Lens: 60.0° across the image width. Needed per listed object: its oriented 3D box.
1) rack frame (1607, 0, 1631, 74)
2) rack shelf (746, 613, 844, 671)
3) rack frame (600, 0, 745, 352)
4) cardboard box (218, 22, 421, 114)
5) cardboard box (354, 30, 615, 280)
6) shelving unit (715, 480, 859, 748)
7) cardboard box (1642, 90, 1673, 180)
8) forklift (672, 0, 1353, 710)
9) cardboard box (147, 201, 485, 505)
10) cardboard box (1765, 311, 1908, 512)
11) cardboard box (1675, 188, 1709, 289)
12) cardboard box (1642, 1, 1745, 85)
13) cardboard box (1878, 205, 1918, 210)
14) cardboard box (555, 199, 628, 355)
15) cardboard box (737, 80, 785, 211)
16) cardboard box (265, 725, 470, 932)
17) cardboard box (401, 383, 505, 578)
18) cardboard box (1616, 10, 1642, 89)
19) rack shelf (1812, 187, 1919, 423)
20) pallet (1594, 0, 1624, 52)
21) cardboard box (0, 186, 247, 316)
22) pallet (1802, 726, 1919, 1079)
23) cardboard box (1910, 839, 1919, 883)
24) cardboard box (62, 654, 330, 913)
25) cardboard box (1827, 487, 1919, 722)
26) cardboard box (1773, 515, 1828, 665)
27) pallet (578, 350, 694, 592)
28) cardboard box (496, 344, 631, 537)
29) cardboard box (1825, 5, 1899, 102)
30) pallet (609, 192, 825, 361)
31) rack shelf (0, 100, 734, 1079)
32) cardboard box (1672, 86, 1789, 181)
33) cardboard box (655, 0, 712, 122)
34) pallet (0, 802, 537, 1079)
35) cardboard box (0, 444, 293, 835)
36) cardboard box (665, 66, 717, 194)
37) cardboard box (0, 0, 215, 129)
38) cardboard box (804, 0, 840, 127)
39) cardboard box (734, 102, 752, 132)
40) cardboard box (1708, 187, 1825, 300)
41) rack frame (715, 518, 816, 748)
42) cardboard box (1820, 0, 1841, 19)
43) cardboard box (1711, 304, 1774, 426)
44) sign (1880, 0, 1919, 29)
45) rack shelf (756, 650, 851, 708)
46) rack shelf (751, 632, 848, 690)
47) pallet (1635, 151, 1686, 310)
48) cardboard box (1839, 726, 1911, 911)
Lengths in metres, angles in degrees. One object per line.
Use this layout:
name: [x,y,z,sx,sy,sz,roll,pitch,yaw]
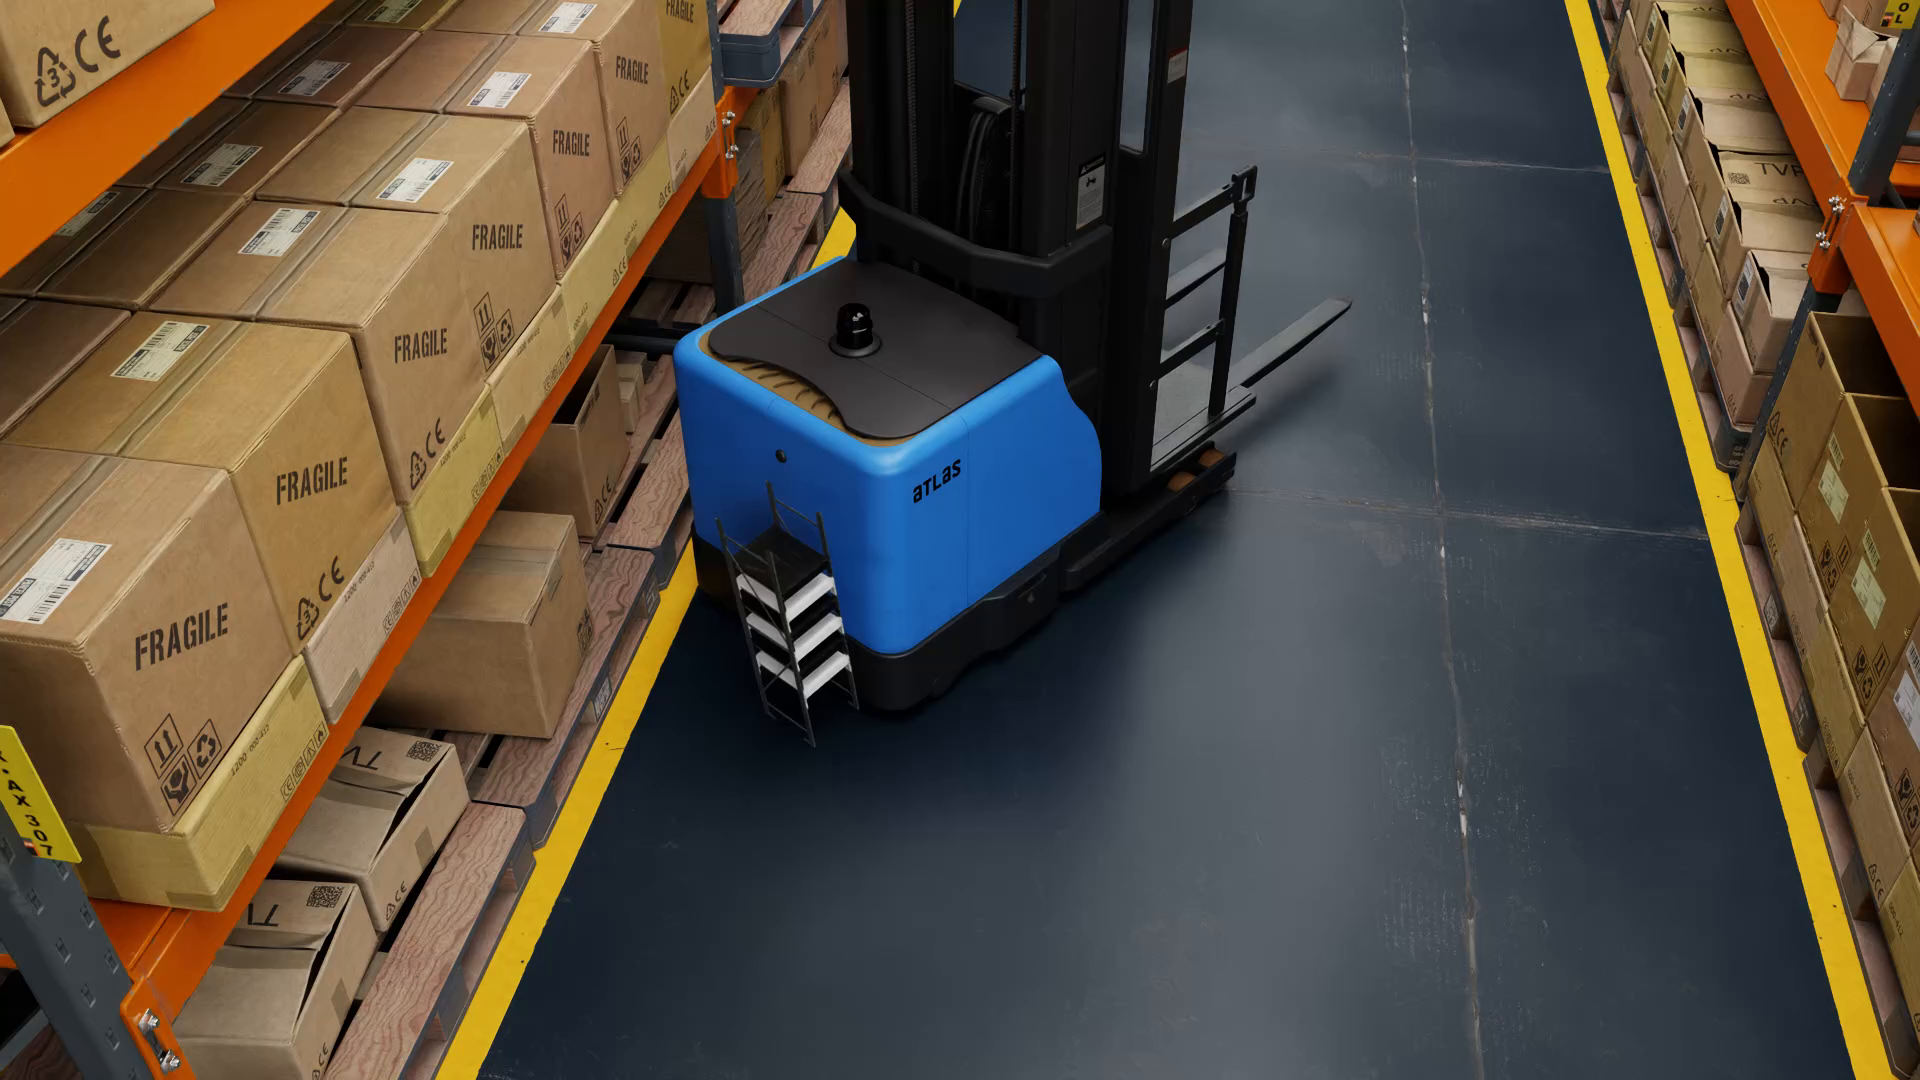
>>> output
rack frame: [4.195,-3.789,8.478,1.000,3.000,0.127,6,40,8]
rack shelf: [-0.527,0.272,5.251,0.258,0.077,0.200,30,55,31]
rack frame: [-1.377,-1.822,6.100,1.000,3.000,0.127,6,40,8]
cardboard box: [-1.849,-1.153,4.804,0.500,0.500,0.500,7,40,9]
cardboard box: [-1.332,-1.102,4.742,0.500,0.500,0.500,5,40,6]
shelving unit: [-0.530,0.249,5.228,0.258,0.900,0.210,30,55,31]
cardboard box: [3.645,-1.952,8.085,0.500,0.250,0.500,5,40,6]
forklift: [0.422,-1.423,5.671,1.130,2.935,3.031,30,48,31]
cardboard box: [-1.499,-0.450,3.954,0.500,0.500,0.500,5,40,6]
cardboard box: [3.114,-0.413,5.635,0.500,0.500,0.500,6,40,8]
cardboard box: [3.467,-1.311,7.310,0.500,0.250,0.500,7,40,9]
cardboard box: [3.733,-2.480,8.284,0.500,0.311,0.500,5,40,7]
cardboard box: [3.912,-1.142,6.666,0.500,0.311,0.500,6,40,7]
cardboard box: [-1.326,-0.812,4.980,0.500,0.250,0.500,6,40,7]
cardboard box: [-1.226,-1.822,7.716,0.700,0.500,0.500,6,40,7]
cardboard box: [-1.762,0.773,4.726,0.500,0.311,0.500,10,41,11]
cardboard box: [-1.502,-0.180,4.215,0.500,0.250,0.500,6,40,7]
cardboard box: [3.815,-2.595,8.862,0.500,0.250,0.500,6,40,8]
rack shelf: [3.157,0.254,4.153,1.077,0.370,4.000,6,40,8]
pallet: [4.362,-3.178,9.929,1.003,0.211,1.213,6,40,8]
cardboard box: [-2.015,-0.510,4.026,0.500,0.500,0.500,5,40,6]
pallet: [3.115,1.059,4.804,1.003,0.211,1.213,6,40,8]
cardboard box: [2.769,0.842,4.117,0.500,0.500,0.500,6,40,8]
cardboard box: [-1.672,0.467,3.433,0.500,0.250,0.500,5,40,6]
cardboard box: [2.941,0.215,4.876,0.500,0.500,0.500,6,40,8]
cardboard box: [3.033,0.190,5.494,0.500,0.250,0.500,6,40,8]
pallet: [-1.458,-0.322,6.474,1.003,0.211,1.213,6,40,8]
cardboard box: [-1.517,-0.373,5.963,0.500,0.500,0.500,4,40,4]
cardboard box: [3.474,-1.799,6.177,0.396,0.266,0.258,5,40,7]
pallet: [-1.243,-1.236,7.580,1.003,0.211,1.213,6,40,8]
rack shelf: [-1.723,-0.290,4.811,1.077,0.370,4.000,6,40,8]
cardboard box: [3.554,-1.838,7.507,0.500,0.311,0.500,6,40,7]
cardboard box: [-1.154,-1.730,5.502,0.500,0.500,0.500,6,40,8]
pallet: [-1.880,1.209,4.622,1.003,0.211,1.213,6,40,8]
cardboard box: [-1.690,0.183,3.188,0.500,0.500,0.500,6,40,8]
cardboard box: [-1.160,-1.441,5.741,0.500,0.250,0.500,6,40,8]
cardboard box: [-1.637,-1.030,2.693,0.500,0.500,0.500,9,40,11]
cardboard box: [-1.019,-2.456,8.483,0.700,0.500,0.500,6,40,7]
cardboard box: [-1.193,-2.058,7.413,0.500,0.250,0.500,6,40,7]
cardboard box: [3.375,-1.210,6.747,0.500,0.311,0.500,7,40,9]
rack frame: [-0.598,0.306,5.178,0.240,0.900,0.006,30,55,31]
cardboard box: [3.830,-2.442,6.771,0.500,0.500,0.500,6,40,8]
cardboard box: [3.289,-0.673,6.538,0.500,0.250,0.500,6,40,7]
sign: [2.967,-1.748,5.163,0.100,0.325,0.005,6,40,8]
rack shelf: [-0.513,0.400,5.377,0.258,0.077,0.200,30,55,31]
rack shelf: [-0.520,0.336,5.314,0.258,0.077,0.200,30,55,31]
pallet: [3.801,-1.438,7.824,1.003,0.211,1.213,6,40,8]
cardboard box: [2.860,0.818,4.735,0.500,0.250,0.500,6,40,8]
